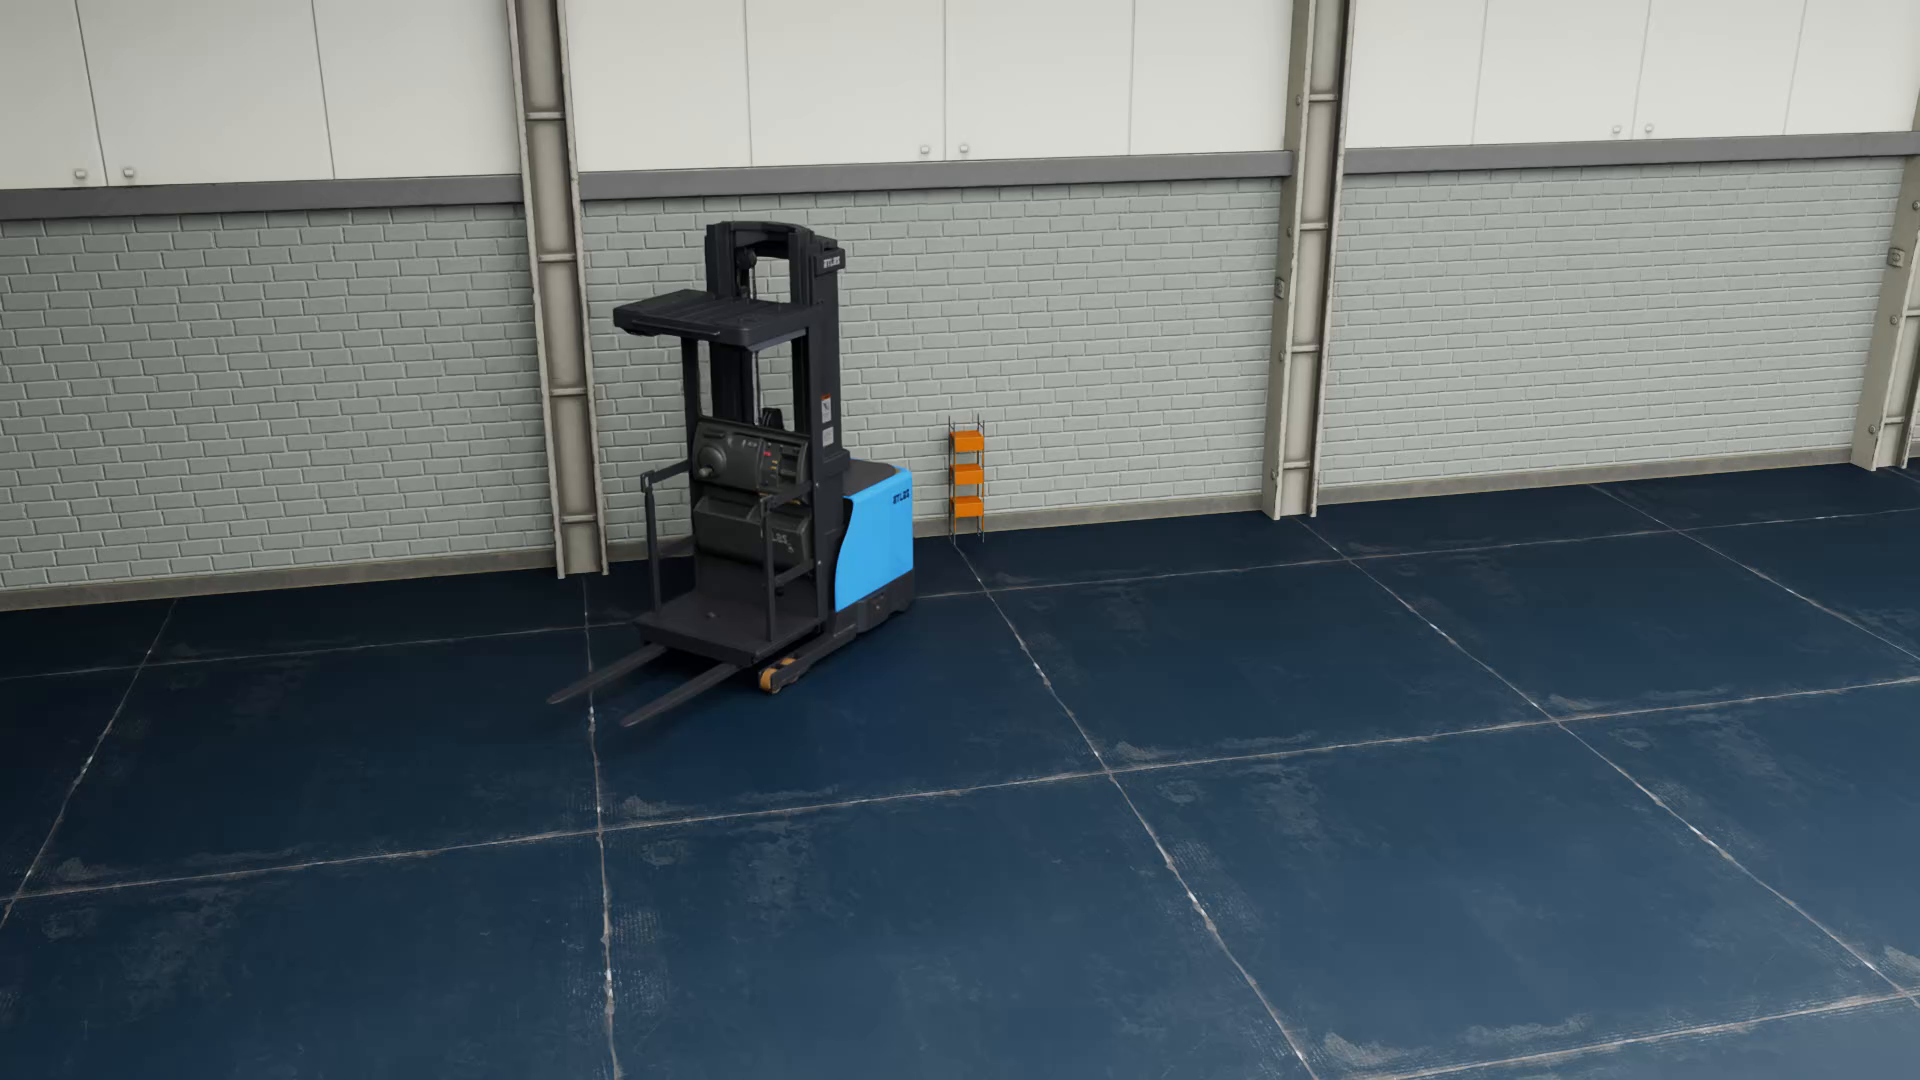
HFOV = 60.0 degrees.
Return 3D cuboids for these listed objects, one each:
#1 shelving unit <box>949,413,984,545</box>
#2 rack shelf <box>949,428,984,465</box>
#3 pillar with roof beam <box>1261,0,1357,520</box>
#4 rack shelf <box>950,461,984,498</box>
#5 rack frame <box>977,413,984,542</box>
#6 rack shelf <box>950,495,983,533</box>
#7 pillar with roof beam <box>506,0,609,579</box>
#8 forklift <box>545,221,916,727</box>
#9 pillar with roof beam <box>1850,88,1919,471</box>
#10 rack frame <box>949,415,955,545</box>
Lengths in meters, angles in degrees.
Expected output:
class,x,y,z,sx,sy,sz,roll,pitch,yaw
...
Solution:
class,x,y,z,sx,sy,sz,roll,pitch,yaw
shelving unit,0.052,-0.497,13.646,0.252,1.050,0.215,-5,21,-12
rack shelf,0.052,-0.754,13.552,0.240,0.259,0.215,-5,21,-12
pillar with roof beam,3.844,-3.024,8.987,0.400,9.000,9.100,-5,21,-12
rack shelf,0.052,-0.487,13.649,0.240,0.259,0.215,-5,21,-12
rack frame,0.171,-0.507,13.672,0.008,1.050,0.200,-5,21,-12
rack shelf,0.052,-0.226,13.745,0.240,0.259,0.215,-5,21,-12
pillar with roof beam,-1.995,-2.549,7.690,0.400,9.000,9.100,-5,21,-12
forklift,-1.527,-0.541,11.030,1.130,2.935,3.031,12,23,29
pillar with roof beam,9.683,-3.499,10.283,0.400,9.000,9.100,-5,21,-12
rack frame,-0.067,-0.488,13.619,0.008,1.050,0.200,-5,21,-12
